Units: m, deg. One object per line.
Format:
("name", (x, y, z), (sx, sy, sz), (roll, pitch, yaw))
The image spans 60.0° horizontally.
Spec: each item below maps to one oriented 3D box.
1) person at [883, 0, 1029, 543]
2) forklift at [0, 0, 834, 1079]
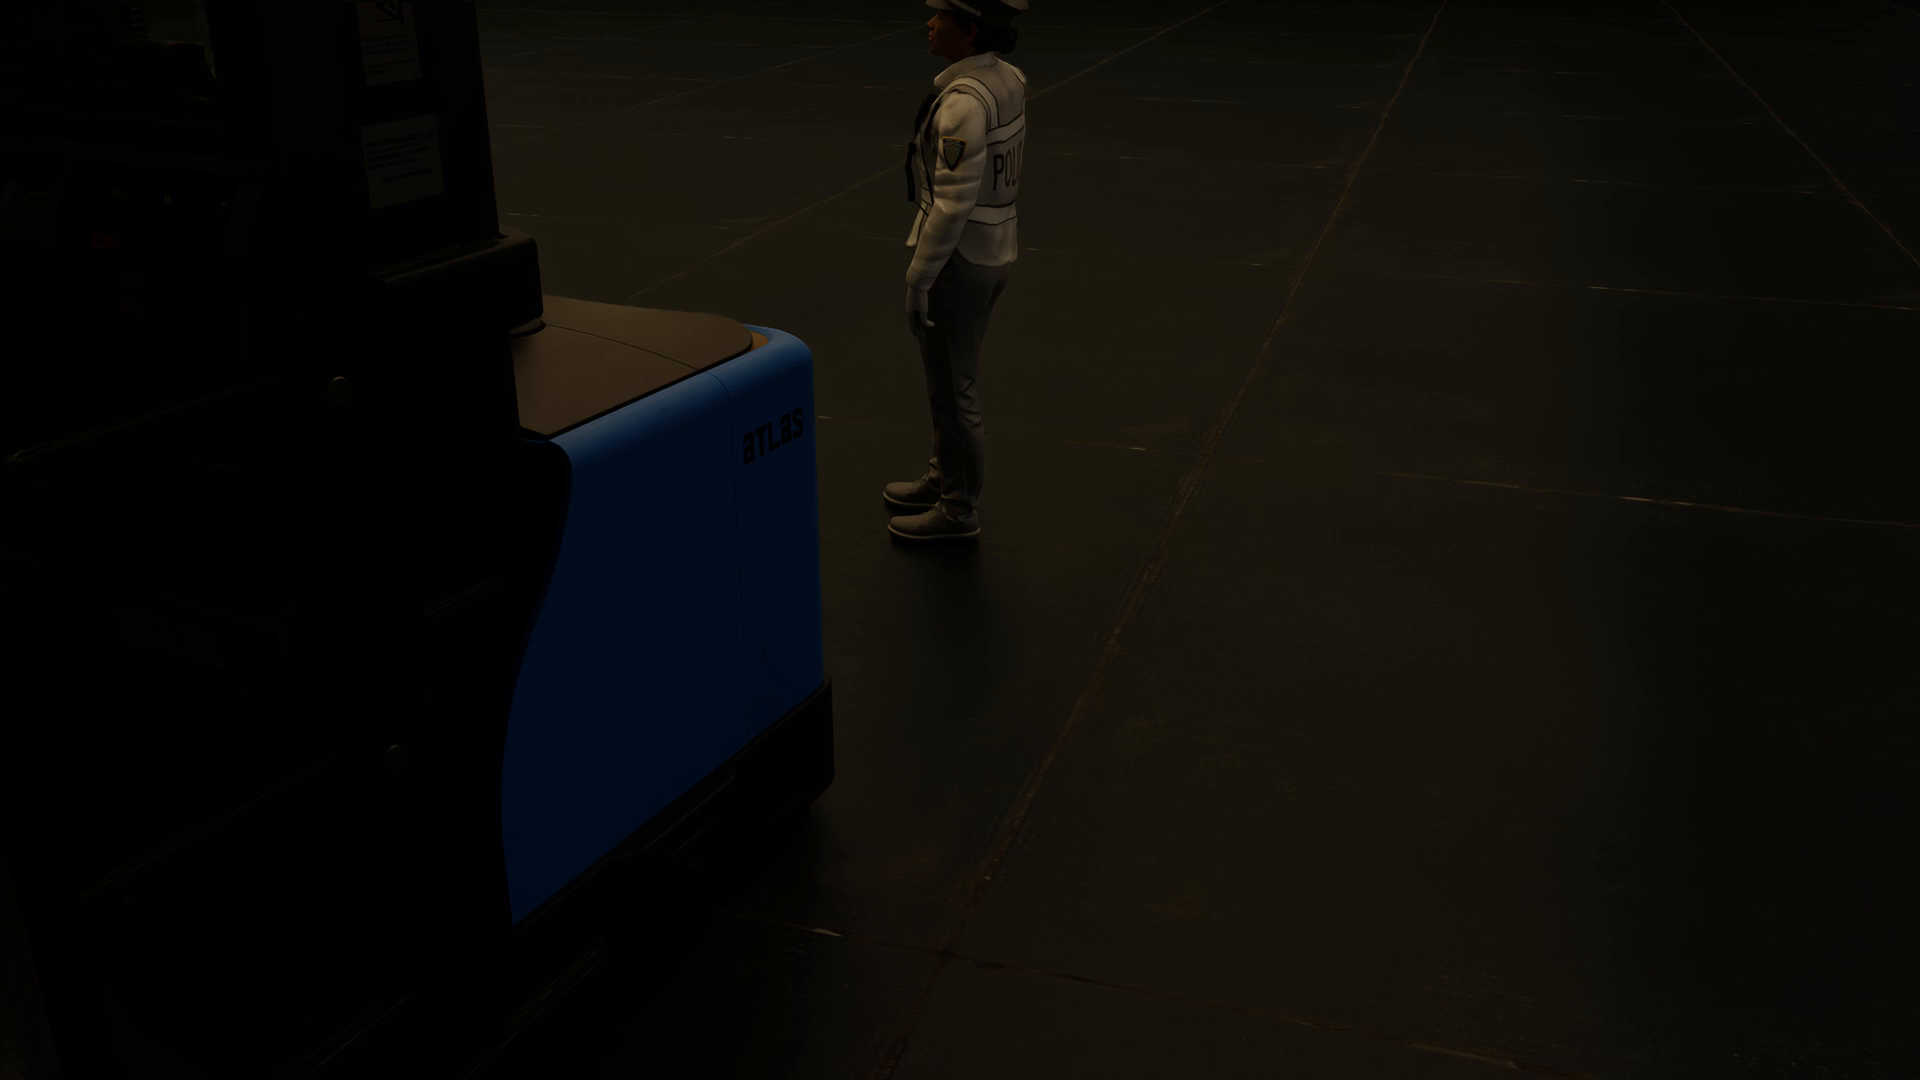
("person", (-0.063, -0.800, 4.819), (0.532, 1.694, 0.586), (7, 23, 16))
("forklift", (-1.403, -0.363, 2.159), (1.130, 2.935, 3.031), (11, 25, 25))
